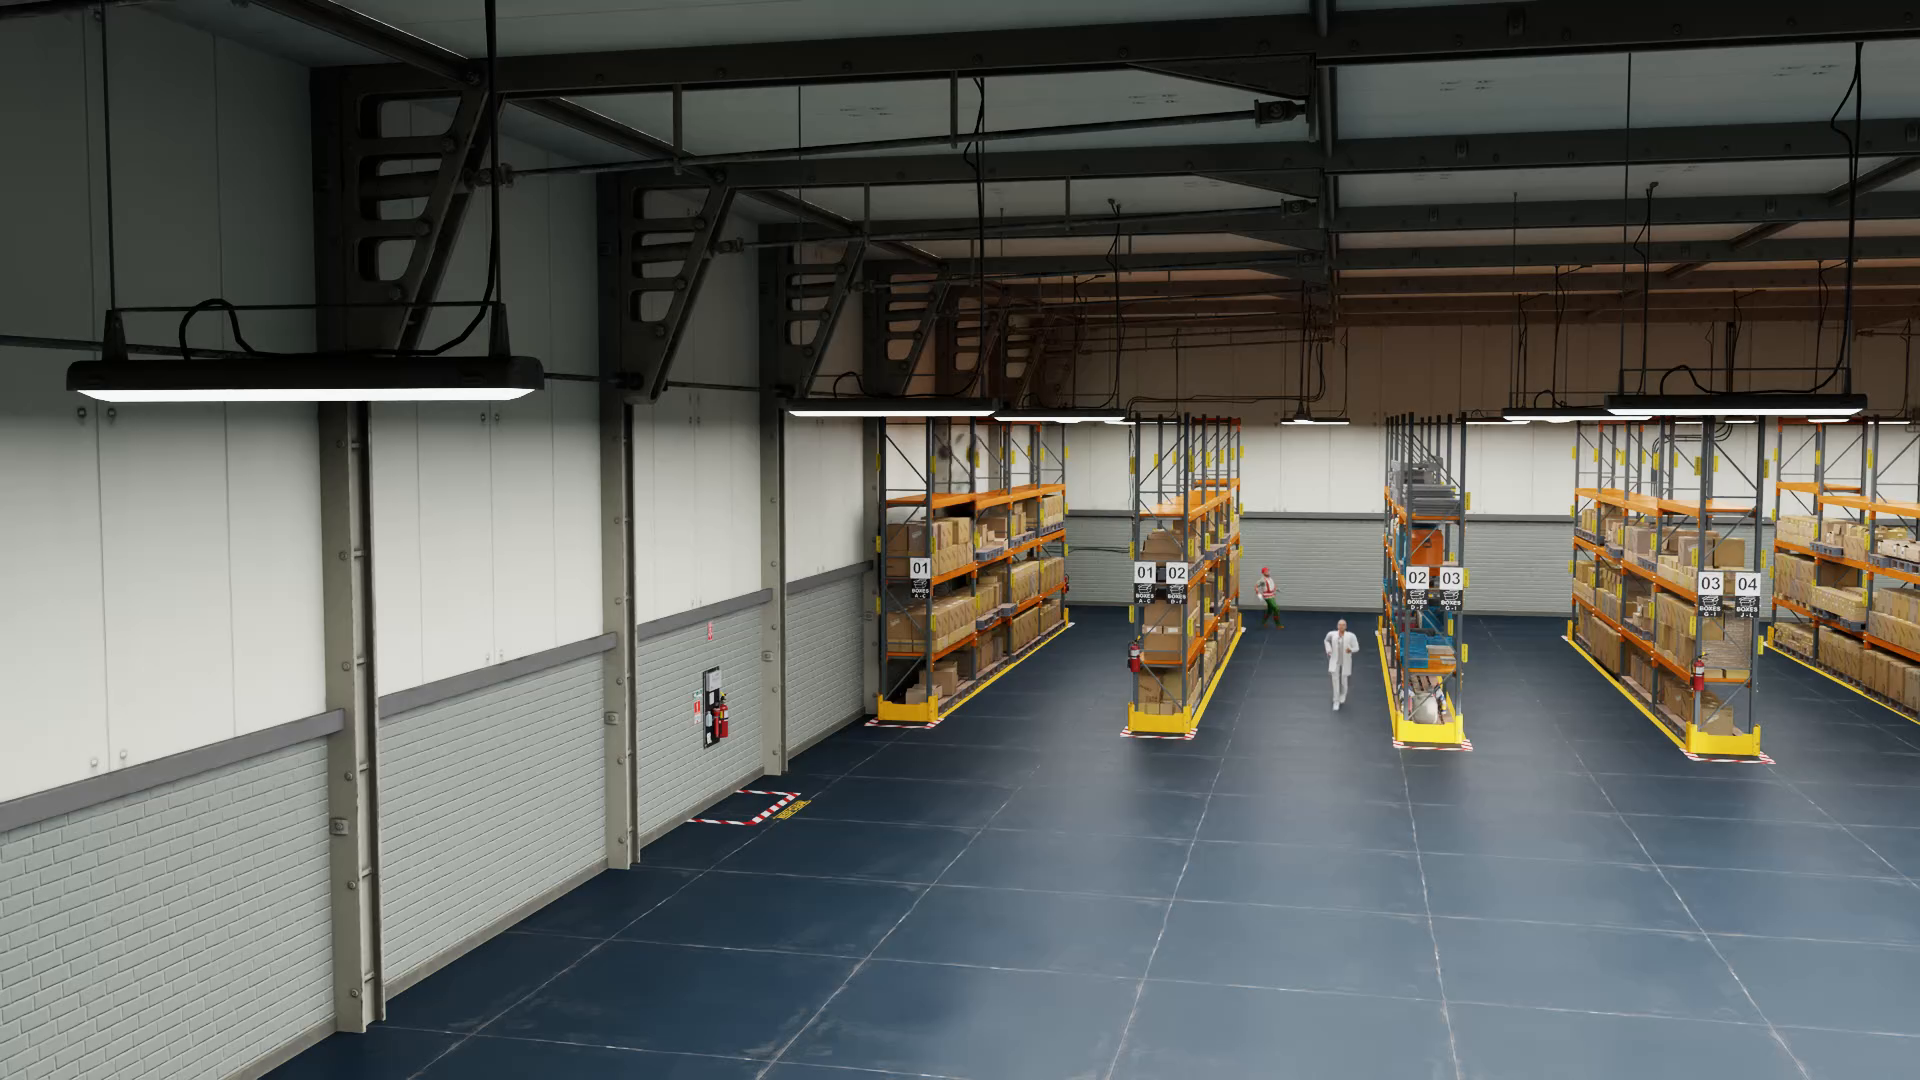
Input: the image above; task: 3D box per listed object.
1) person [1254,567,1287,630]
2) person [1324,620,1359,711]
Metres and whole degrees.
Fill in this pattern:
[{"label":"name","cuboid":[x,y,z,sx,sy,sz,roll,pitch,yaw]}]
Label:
[{"label":"person","cuboid":[8.827,1.651,47.118,0.850,1.770,0.714,3,5,37]},{"label":"person","cuboid":[7.785,2.522,33.978,0.703,1.802,1.046,1,4,15]}]
